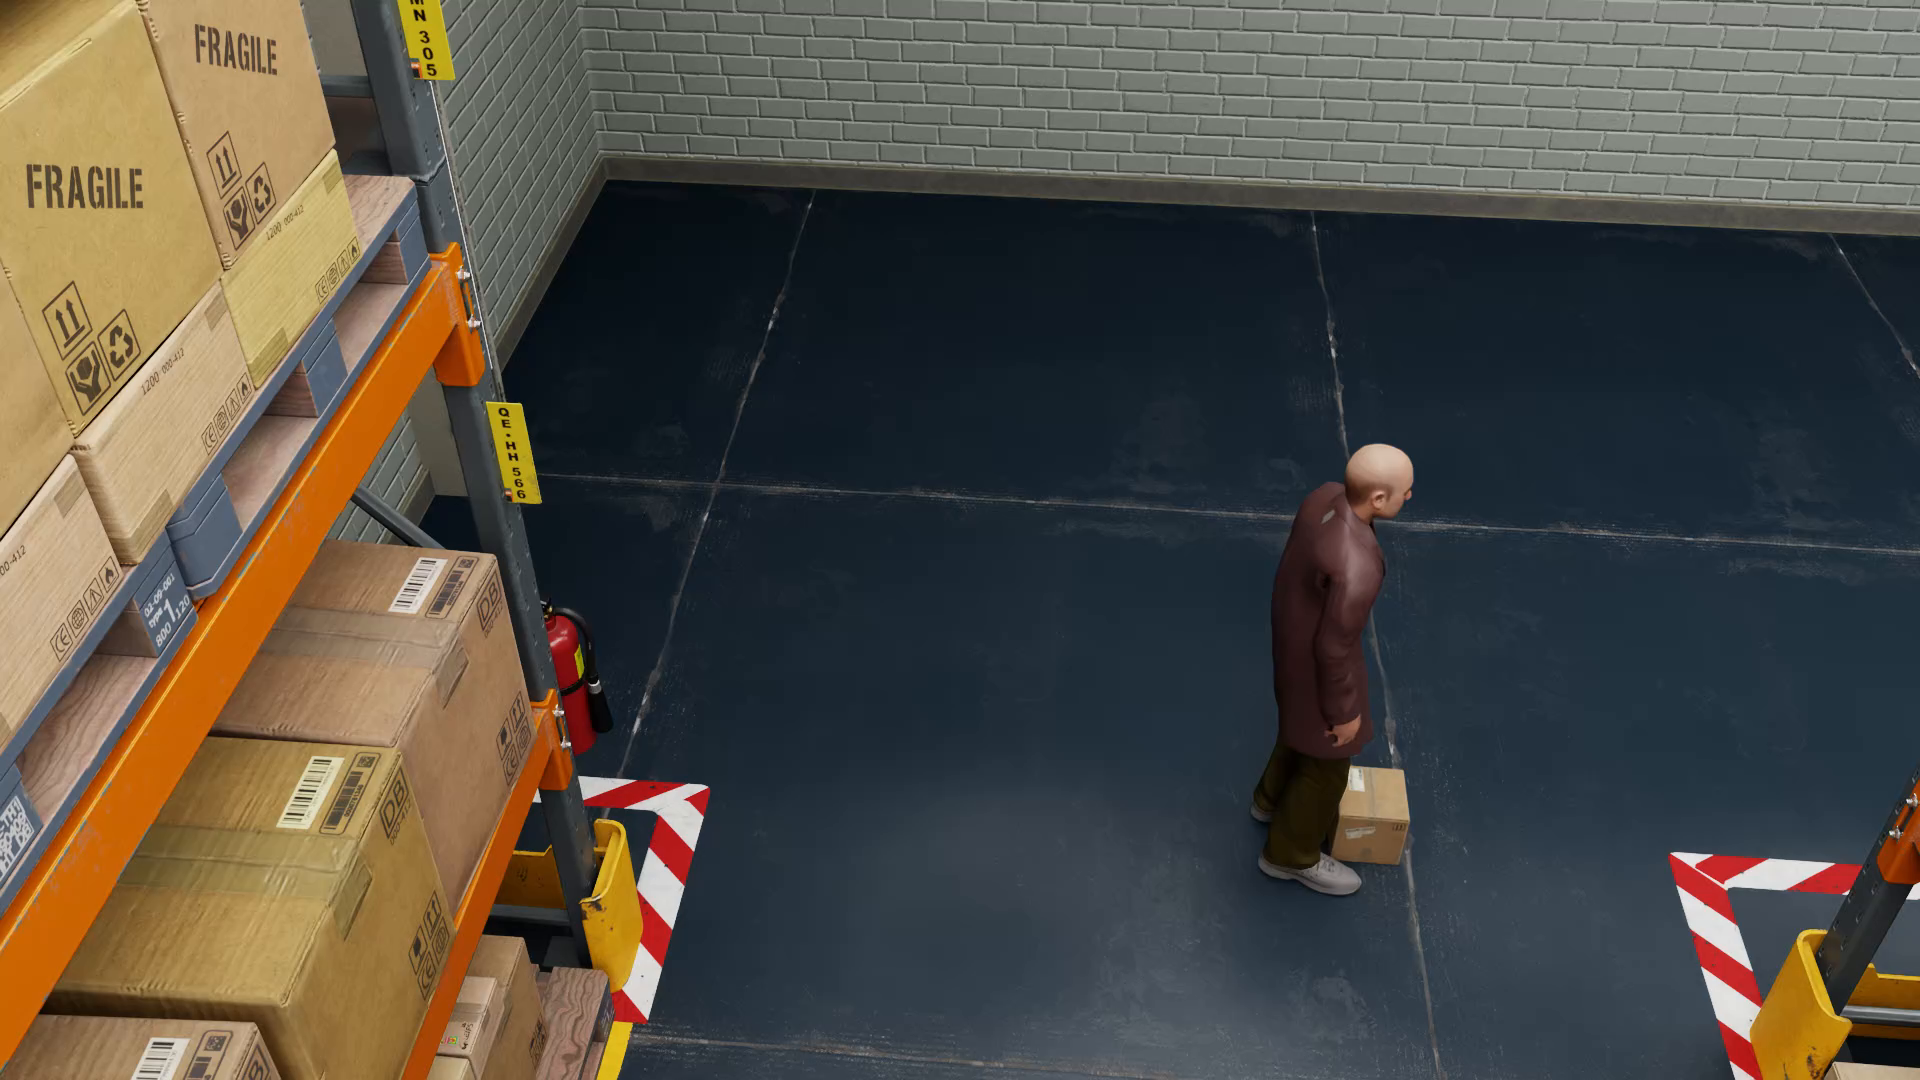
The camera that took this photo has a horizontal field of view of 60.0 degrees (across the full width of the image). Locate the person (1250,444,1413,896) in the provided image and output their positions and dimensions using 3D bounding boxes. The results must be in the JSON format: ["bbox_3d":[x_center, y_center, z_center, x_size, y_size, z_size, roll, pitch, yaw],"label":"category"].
[{"bbox_3d":[1.253,0.417,5.664,0.428,1.772,0.642,2,40,2],"label":"person"}]
